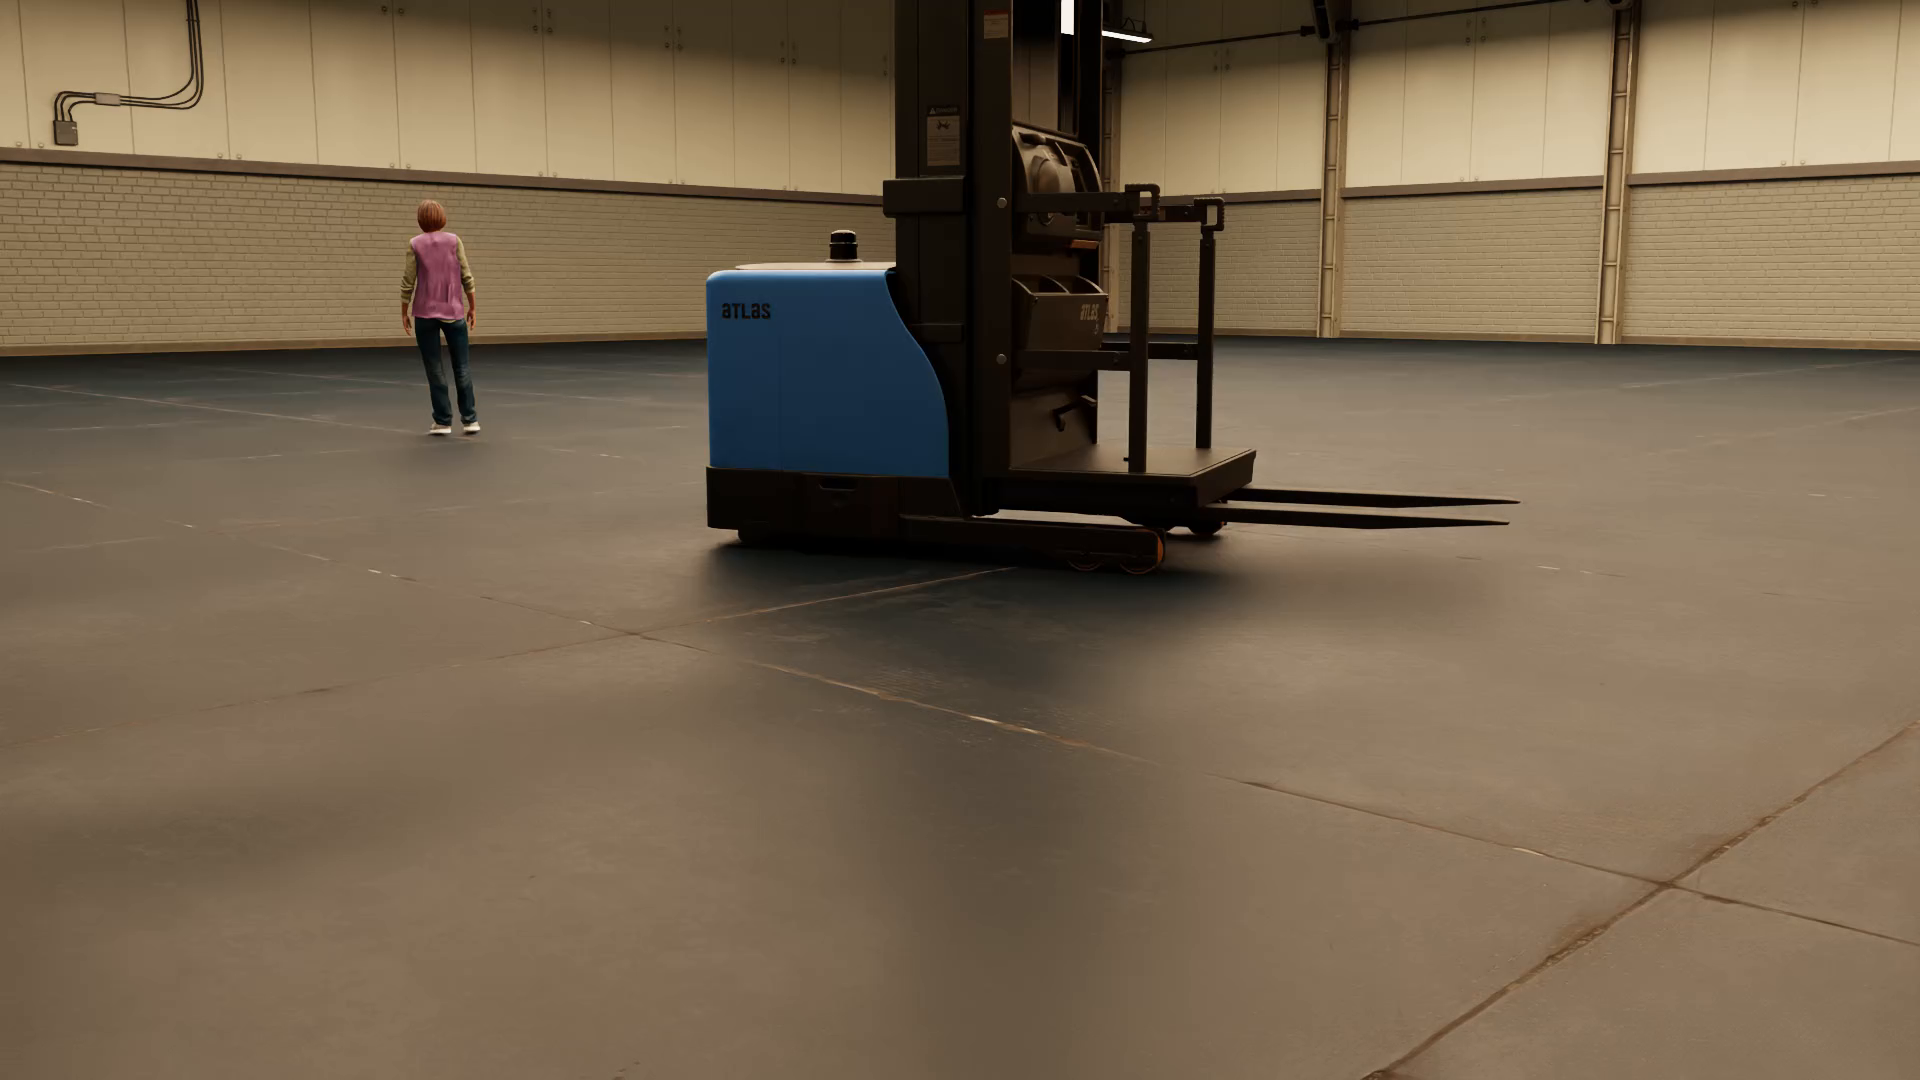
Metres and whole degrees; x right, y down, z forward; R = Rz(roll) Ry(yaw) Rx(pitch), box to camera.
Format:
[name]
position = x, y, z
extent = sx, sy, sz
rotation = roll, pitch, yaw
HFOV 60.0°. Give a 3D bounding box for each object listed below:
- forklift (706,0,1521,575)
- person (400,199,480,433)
[forklift]
position = 0.565, -1.416, 6.275
extent = 3.031, 2.935, 1.130
rotation = 3, 9, 22
[person]
position = -3.590, -1.529, 11.466
extent = 0.520, 1.597, 0.475
rotation = -4, 9, -24
